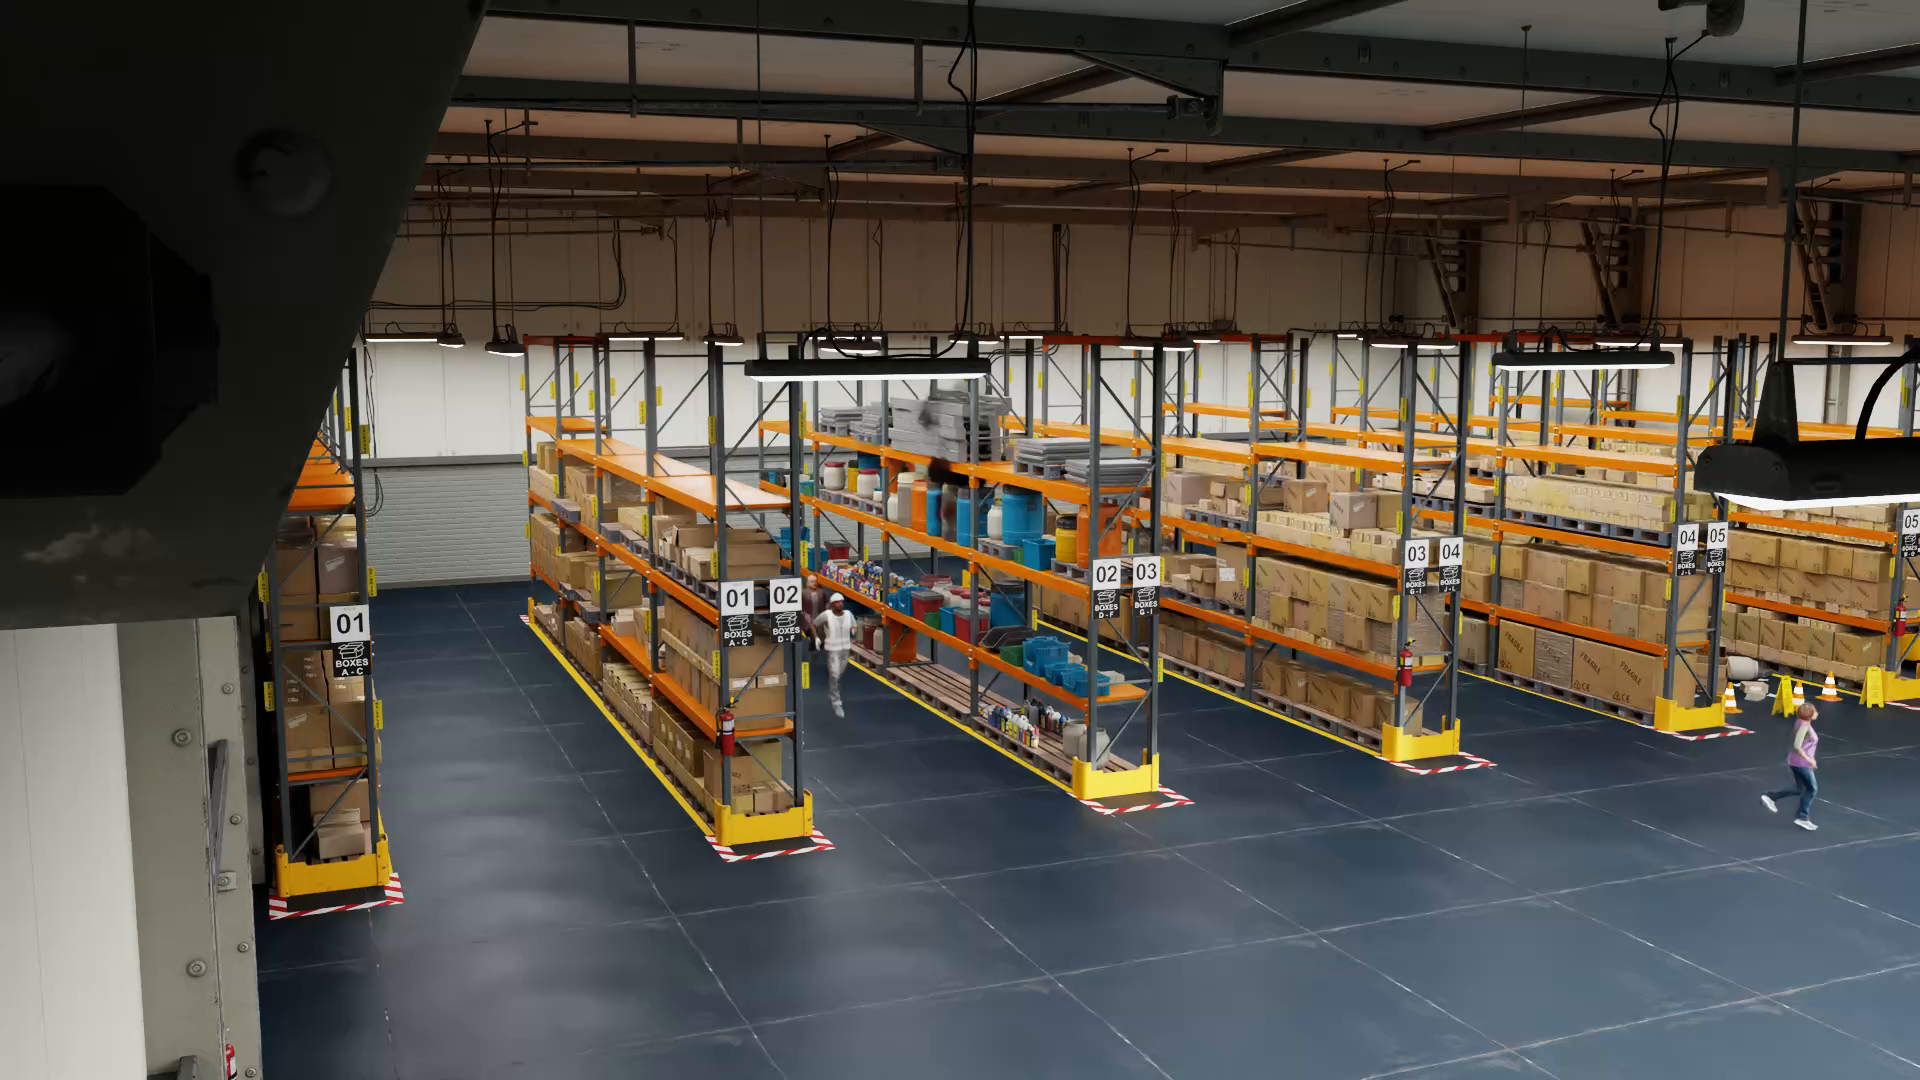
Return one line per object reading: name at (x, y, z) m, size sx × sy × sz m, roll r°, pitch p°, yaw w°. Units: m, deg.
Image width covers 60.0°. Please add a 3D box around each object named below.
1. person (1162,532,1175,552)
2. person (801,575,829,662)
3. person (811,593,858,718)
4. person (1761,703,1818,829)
person at (4.582, 0.691, 35.736) m, size 0.656 × 1.714 × 0.939 m, roll -4°, pitch 9°, yaw -28°
person at (-2.653, 1.440, 29.992) m, size 0.712 × 1.623 × 0.716 m, roll -3°, pitch 8°, yaw -23°
person at (-1.887, 1.760, 25.722) m, size 0.662 × 1.899 × 0.753 m, roll -5°, pitch 9°, yaw -35°
person at (10.406, 2.808, 20.784) m, size 0.659 × 1.602 × 0.555 m, roll 3°, pitch 8°, yaw 21°
